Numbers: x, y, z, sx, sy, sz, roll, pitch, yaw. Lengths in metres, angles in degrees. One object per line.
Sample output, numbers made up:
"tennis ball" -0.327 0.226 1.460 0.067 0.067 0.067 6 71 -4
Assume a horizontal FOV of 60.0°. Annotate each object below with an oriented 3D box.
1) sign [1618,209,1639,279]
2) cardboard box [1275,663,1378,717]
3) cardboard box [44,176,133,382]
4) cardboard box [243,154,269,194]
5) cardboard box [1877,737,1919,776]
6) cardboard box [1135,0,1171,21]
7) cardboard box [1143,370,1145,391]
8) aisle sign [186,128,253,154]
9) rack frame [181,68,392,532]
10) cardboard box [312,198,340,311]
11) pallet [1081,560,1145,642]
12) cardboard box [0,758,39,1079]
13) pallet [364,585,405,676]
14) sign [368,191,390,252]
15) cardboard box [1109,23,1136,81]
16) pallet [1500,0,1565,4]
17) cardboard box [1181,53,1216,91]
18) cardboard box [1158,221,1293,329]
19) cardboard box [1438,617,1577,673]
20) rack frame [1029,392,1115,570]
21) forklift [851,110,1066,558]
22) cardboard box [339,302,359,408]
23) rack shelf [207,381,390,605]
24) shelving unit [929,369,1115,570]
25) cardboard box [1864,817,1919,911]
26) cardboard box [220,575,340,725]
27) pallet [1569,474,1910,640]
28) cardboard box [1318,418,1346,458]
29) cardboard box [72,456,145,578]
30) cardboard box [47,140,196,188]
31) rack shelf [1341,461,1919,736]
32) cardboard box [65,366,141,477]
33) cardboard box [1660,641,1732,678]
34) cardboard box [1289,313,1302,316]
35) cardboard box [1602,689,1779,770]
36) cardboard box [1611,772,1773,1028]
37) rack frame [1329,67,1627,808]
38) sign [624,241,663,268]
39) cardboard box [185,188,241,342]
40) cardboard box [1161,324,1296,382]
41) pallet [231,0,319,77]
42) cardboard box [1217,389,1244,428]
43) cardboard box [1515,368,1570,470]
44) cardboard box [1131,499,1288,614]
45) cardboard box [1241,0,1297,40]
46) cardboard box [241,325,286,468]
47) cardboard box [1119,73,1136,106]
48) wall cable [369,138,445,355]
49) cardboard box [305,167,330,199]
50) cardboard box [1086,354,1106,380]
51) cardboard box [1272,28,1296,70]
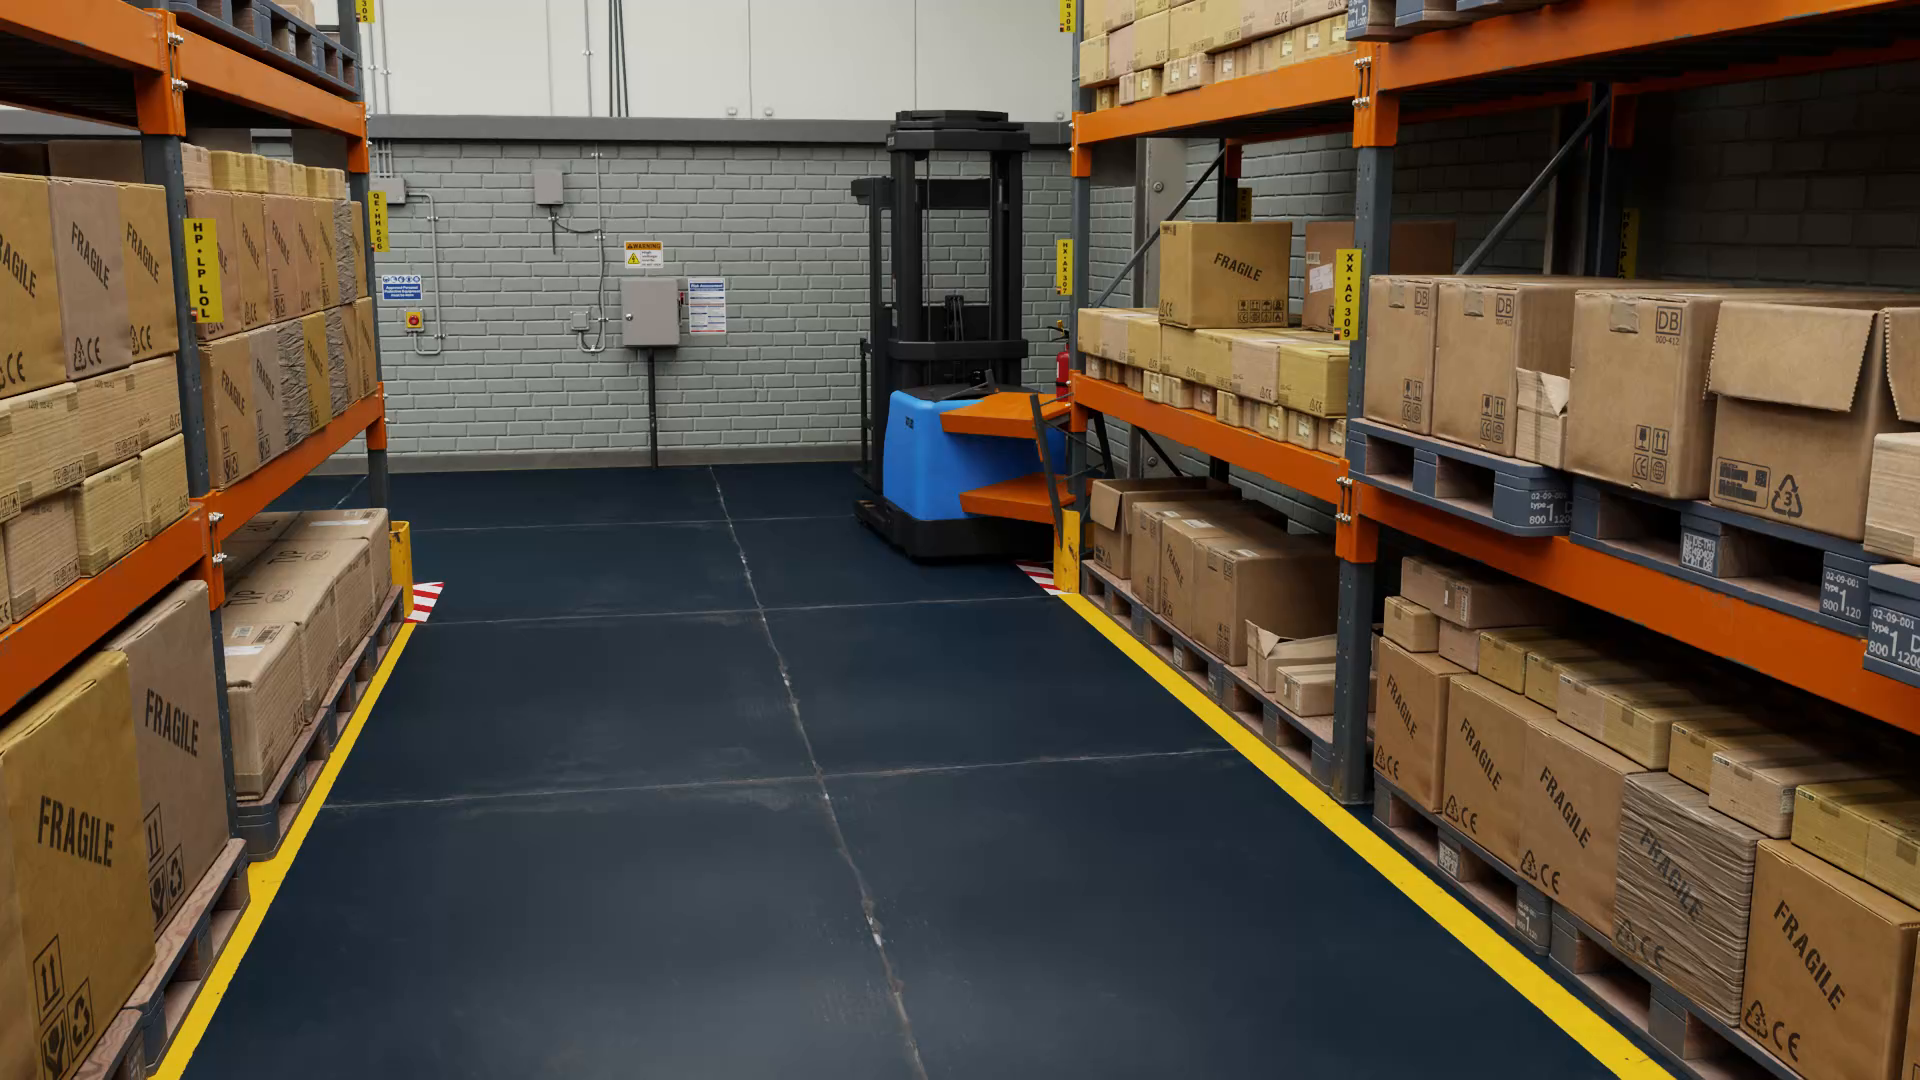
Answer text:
"sign" 2.480 -1.072 6.212 0.100 0.325 0.005 -2 11 -11
"cardboard box" 1.540 0.620 6.919 0.380 0.149 0.250 -2 11 -13
"cardboard box" -2.491 -0.674 4.276 0.500 0.500 0.500 -2 11 -10
"cardboard box" -2.907 -1.417 6.444 0.380 0.149 0.250 -2 11 -13
"cardboard box" 2.614 0.612 4.288 0.380 0.149 0.250 -2 11 -11
"cardboard box" 1.190 -2.732 8.273 0.500 0.250 0.500 -2 11 -12
"cardboard box" 1.179 -0.834 8.726 0.380 0.149 0.250 -2 11 -10
"aisle sign" -4.009 -2.315 8.884 0.394 0.787 0.004 -2 11 -11
"rack frame" -3.710 -1.035 9.113 1.000 3.000 0.127 -2 11 -11
"cardboard box" -3.159 -1.310 7.616 0.500 0.500 0.500 -2 11 -11
"pallet" 1.329 0.314 9.485 1.003 0.211 1.213 -2 11 -11
"cardboard box" -2.376 0.976 3.105 0.875 0.875 0.875 -2 11 -10
"pallet" -3.478 0.478 8.618 1.003 0.211 1.213 -2 11 -11
"sign" -3.175 -1.738 9.073 0.100 0.325 0.005 -2 11 -11
"cardboard box" 1.095 -2.579 8.805 0.500 0.250 0.500 -2 11 -10
"pallet" 2.199 -1.552 4.307 1.213 0.211 1.003 -2 11 -11
"cardboard box" 1.248 -2.169 7.722 0.380 0.149 0.250 -2 11 -10
"cardboard box" 1.274 -1.289 8.047 0.500 0.500 0.500 -2 11 -10
"cardboard box" 1.875 0.344 5.696 0.380 0.149 0.250 -2 11 -13
"rack frame" 0.726 -0.402 10.049 0.500 1.125 0.032 -23 19 -32
"forklift" -0.161 -1.553 12.019 1.130 2.935 3.031 -3 11 -15
"cardboard box" -3.274 -0.913 8.203 0.500 0.500 0.500 -2 11 -12
"rack shelf" -3.321 -0.315 7.253 1.077 0.370 4.000 -2 11 -11
"shelving unit" 0.425 -0.452 10.456 0.538 1.125 1.048 -23 19 -32
"cardboard box" 2.271 0.724 3.700 0.380 0.149 0.250 -2 11 -9
"cardboard box" -3.124 0.468 6.947 0.875 0.438 0.875 -2 11 -13
"pallet" 2.331 -0.011 4.247 1.003 0.211 1.213 -2 11 -11
"cardboard box" 1.626 -0.409 6.493 0.380 0.149 0.250 -2 11 -10
"cardboard box" -2.500 -0.061 4.398 0.500 0.250 0.500 -2 11 -12
"cardboard box" -2.739 -1.228 5.449 0.380 0.149 0.250 -2 11 -12
"rack shelf" 2.325 0.237 4.351 1.077 0.370 4.000 -2 11 -11
"cardboard box" -2.503 -0.310 4.367 0.500 0.250 0.500 -2 11 -10
"cardboard box" 2.478 0.416 5.318 0.380 0.149 0.250 -3 11 -14
"cardboard box" 1.607 -1.120 9.162 0.500 0.250 0.500 -2 11 -11
"cardboard box" 2.060 0.533 4.702 0.380 0.149 0.250 -2 11 -9
"cardboard box" 2.110 0.920 4.402 0.500 0.500 0.500 -3 11 -13
"rack frame" 1.936 -0.483 6.211 1.000 3.000 0.127 -2 11 -11
"sign" -2.835 -2.560 14.915 0.339 0.242 0.001 -2 11 -11
"cardboard box" -2.787 -0.938 5.661 0.500 0.500 0.500 -2 11 -11
"cardboard box" 1.302 -0.918 8.100 0.500 0.250 0.500 -2 11 -13
"pallet" -3.315 -2.105 6.950 1.003 0.211 1.213 -2 11 -11
"cardboard box" 1.378 -0.597 7.484 0.380 0.149 0.250 -2 11 -12
"cardboard box" 1.830 -0.354 4.772 0.396 0.266 0.258 -2 11 -8
"cardboard box" 1.312 0.079 8.821 0.700 0.500 0.500 -2 11 -9
"cardboard box" 1.485 -2.203 6.832 0.500 0.250 0.500 -3 11 -13
"cardboard box" -2.860 -0.539 6.237 0.500 0.500 0.500 -2 11 -11
"cardboard box" 1.049 -2.355 8.699 0.380 0.149 0.250 -2 11 -10
"wall cable" -4.830 -2.583 14.444 0.585 1.953 0.123 -2 11 -11
"cardboard box" -3.230 -1.698 7.919 0.380 0.149 0.250 -2 11 -10
"cardboard box" 0.953 -1.023 9.719 0.380 0.149 0.250 -2 11 -11
"cardboard box" 1.488 -1.983 6.741 0.380 0.149 0.250 -2 11 -9
